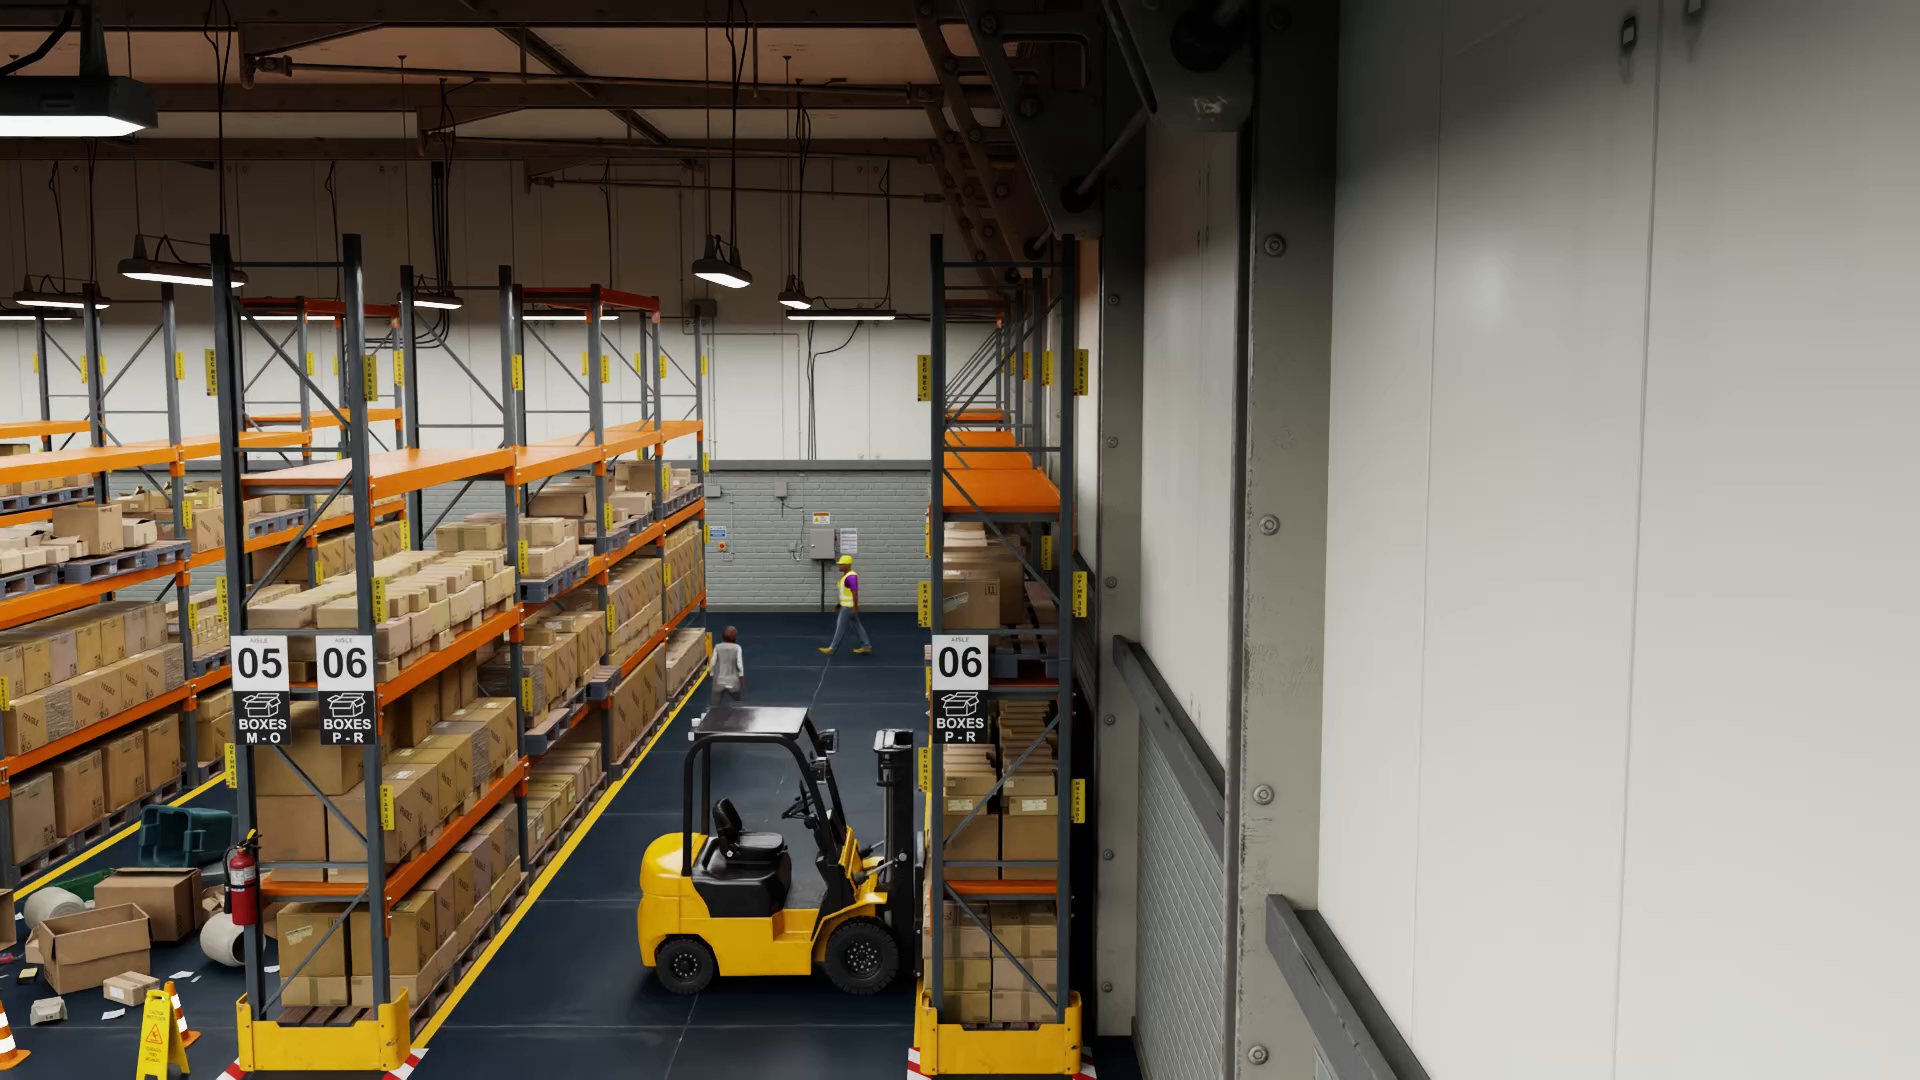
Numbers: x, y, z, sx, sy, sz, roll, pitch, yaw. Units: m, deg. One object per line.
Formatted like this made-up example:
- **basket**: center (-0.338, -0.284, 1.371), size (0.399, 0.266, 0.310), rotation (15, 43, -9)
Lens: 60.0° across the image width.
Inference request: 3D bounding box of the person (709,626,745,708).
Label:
- **person**: center (-3.054, 1.877, 21.674), size (0.479, 1.404, 0.706), rotation (0, 6, 2)

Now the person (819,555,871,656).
- **person**: center (-1.999, 1.128, 28.745), size (0.924, 1.736, 0.578), rotation (-1, 6, -9)
